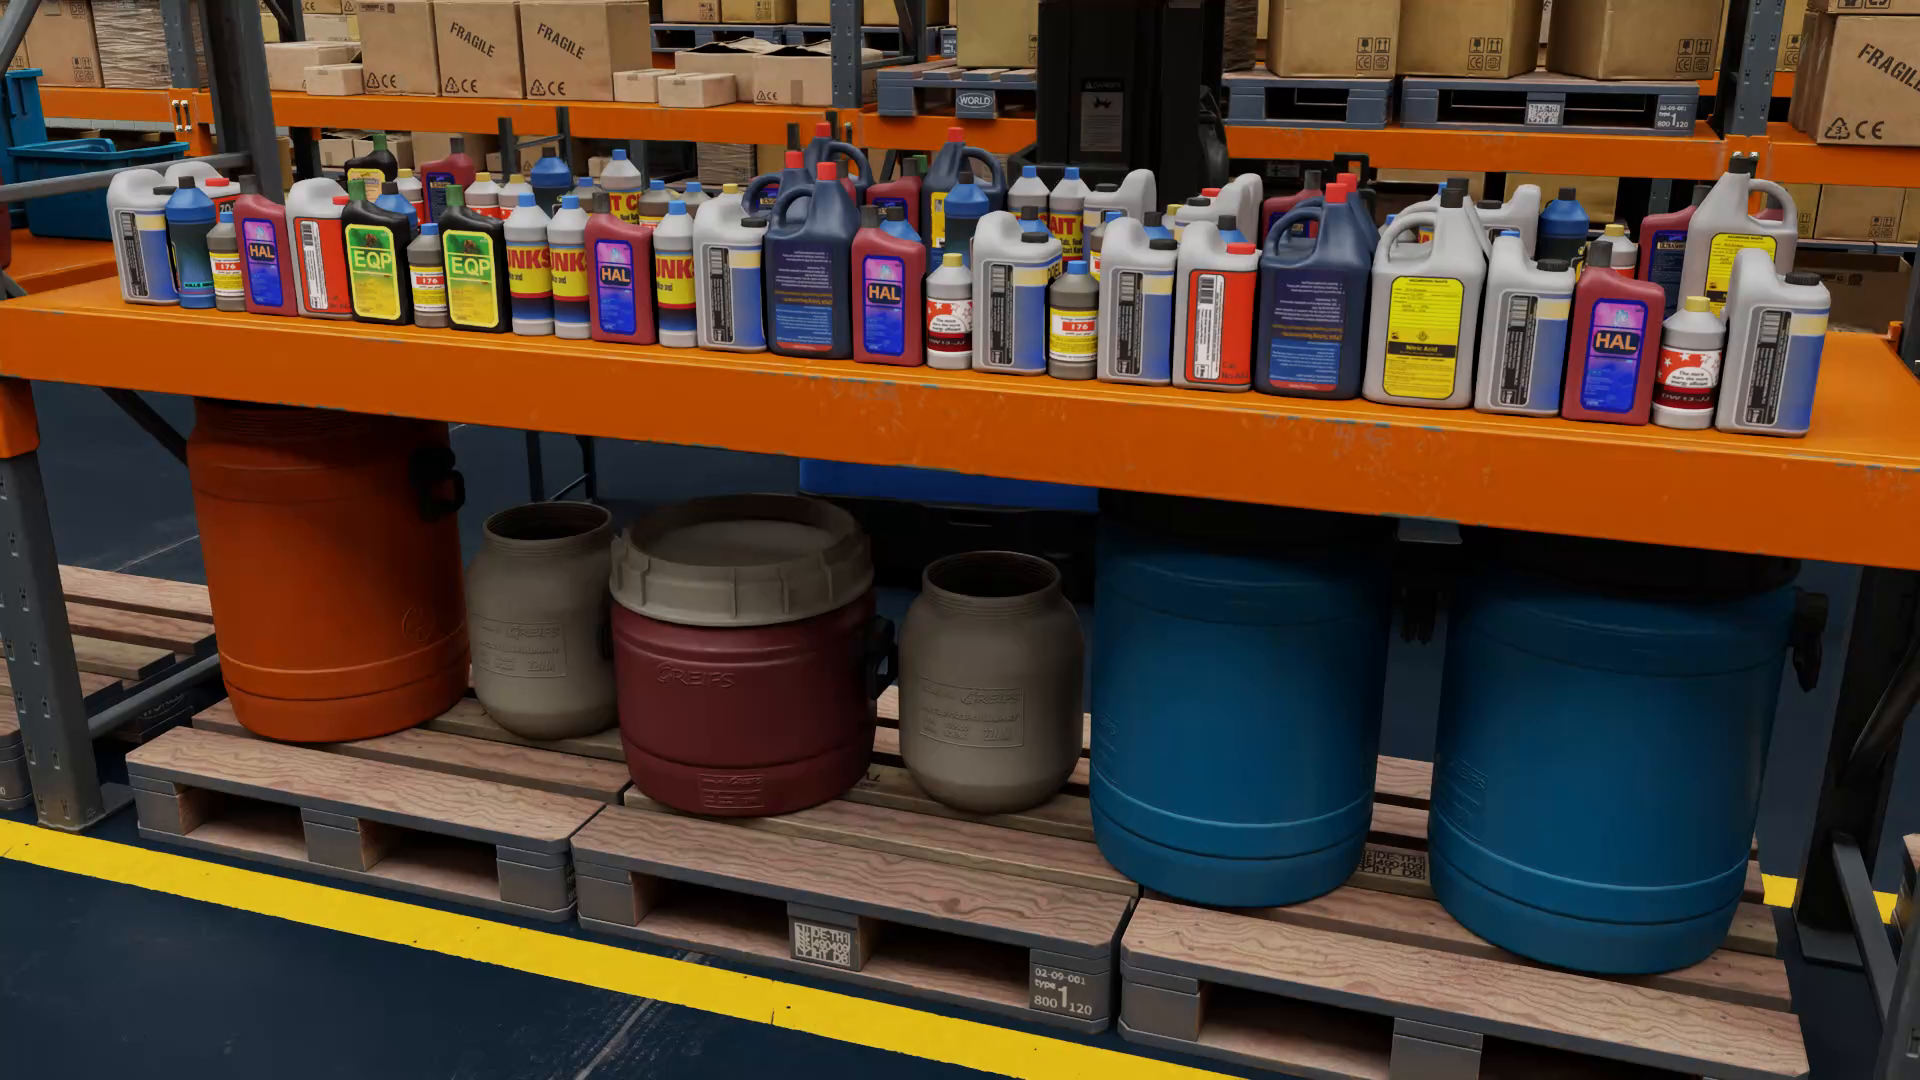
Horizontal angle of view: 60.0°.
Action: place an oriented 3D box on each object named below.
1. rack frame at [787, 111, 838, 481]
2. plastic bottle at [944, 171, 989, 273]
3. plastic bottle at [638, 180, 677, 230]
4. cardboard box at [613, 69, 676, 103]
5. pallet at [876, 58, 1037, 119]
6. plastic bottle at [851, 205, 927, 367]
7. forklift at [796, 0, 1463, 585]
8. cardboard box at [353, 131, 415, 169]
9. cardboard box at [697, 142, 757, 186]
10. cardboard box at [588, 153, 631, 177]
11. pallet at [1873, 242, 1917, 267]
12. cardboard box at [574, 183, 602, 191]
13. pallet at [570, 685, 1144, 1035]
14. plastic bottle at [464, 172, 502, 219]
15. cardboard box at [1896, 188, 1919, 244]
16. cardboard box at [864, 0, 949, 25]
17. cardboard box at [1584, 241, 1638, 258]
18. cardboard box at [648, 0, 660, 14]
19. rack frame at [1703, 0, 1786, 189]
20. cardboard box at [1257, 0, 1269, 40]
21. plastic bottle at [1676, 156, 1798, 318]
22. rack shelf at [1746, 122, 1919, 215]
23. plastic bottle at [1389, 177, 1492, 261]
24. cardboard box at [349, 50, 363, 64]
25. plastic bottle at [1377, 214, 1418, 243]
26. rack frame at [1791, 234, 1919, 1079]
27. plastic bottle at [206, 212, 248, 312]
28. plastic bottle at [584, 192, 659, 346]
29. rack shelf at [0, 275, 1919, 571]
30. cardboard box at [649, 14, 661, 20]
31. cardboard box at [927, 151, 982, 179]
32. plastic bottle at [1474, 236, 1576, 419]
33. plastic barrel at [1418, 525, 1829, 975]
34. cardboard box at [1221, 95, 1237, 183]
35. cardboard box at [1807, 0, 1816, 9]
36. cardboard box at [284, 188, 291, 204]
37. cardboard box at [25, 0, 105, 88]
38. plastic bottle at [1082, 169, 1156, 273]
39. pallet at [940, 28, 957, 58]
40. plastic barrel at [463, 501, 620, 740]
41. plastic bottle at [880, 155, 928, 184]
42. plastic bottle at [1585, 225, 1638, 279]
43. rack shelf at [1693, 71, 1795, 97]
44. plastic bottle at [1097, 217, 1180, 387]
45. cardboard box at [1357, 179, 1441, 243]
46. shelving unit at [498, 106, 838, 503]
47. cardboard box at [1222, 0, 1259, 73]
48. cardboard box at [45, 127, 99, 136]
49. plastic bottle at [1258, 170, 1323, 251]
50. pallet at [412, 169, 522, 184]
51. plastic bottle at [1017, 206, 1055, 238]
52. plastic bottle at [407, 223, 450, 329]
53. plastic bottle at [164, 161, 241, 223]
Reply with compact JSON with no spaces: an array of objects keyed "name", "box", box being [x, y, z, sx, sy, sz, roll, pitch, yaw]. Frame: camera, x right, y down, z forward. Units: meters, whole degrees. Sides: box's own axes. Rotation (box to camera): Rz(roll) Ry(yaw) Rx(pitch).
[{"name":"rack frame","box":[-0.498,-0.725,5.879,0.032,1.500,0.500,4,20,11]},{"name":"plastic bottle","box":[0.014,-0.661,3.610,0.097,0.271,0.097,0,19,0]},{"name":"plastic bottle","box":[-0.724,-0.762,4.008,0.097,0.201,0.097,0,19,0]},{"name":"cardboard box","box":[-1.621,-2.404,8.797,0.250,0.149,0.380,8,21,22]},{"name":"pallet","box":[0.265,-2.260,8.295,1.003,0.211,1.213,7,20,18]},{"name":"plastic bottle","box":[-0.128,-0.462,3.022,0.133,0.283,0.061,7,20,18]},{"name":"forklift","box":[1.011,-1.314,5.393,3.031,2.935,1.130,4,20,11]},{"name":"cardboard box","box":[-5.170,-3.581,15.209,0.500,0.311,0.500,8,21,23]},{"name":"cardboard box","box":[-1.854,-3.328,14.196,0.500,0.500,0.700,7,20,20]},{"name":"cardboard box","box":[-3.070,-3.293,14.603,0.250,0.166,0.380,4,20,11]},{"name":"pallet","box":[6.851,-1.957,11.369,1.213,0.211,1.003,7,20,18]},{"name":"cardboard box","box":[-2.262,-1.880,9.601,0.500,0.311,0.500,6,20,17]},{"name":"pallet","box":[-0.120,0.659,3.866,1.213,0.211,1.003,7,20,18]},{"name":"plastic bottle","box":[-1.184,-0.815,4.158,0.097,0.201,0.097,0,19,0]},{"name":"cardboard box","box":[6.633,-2.305,11.291,0.500,0.500,0.700,7,20,19]},{"name":"cardboard box","box":[-0.408,-4.373,13.245,0.500,0.500,0.700,7,20,18]},{"name":"cardboard box","box":[3.003,-1.126,7.878,0.500,0.500,0.500,6,20,16]},{"name":"cardboard box","box":[-2.930,-4.784,14.300,0.500,0.500,0.500,6,20,17]},{"name":"rack frame","box":[3.380,-1.970,7.172,0.127,3.000,1.000,7,20,18]},{"name":"cardboard box","box":[2.090,-3.949,12.213,0.500,0.500,0.500,7,20,20]},{"name":"plastic bottle","box":[1.487,-0.551,3.173,0.185,0.351,0.144,7,20,18]},{"name":"rack shelf","box":[5.270,-1.415,6.670,4.000,0.370,1.077,7,20,18]},{"name":"plastic bottle","box":[0.823,-0.450,2.884,0.185,0.351,0.144,7,20,18]},{"name":"cardboard box","box":[-3.286,-2.733,9.564,0.258,0.266,0.396,6,20,17]},{"name":"plastic bottle","box":[0.901,-0.576,3.474,0.097,0.201,0.097,0,19,0]},{"name":"rack frame","box":[1.751,-0.431,2.755,0.127,3.000,1.000,7,20,18]},{"name":"plastic bottle","box":[-1.532,-0.590,3.514,0.097,0.201,0.097,0,19,0]},{"name":"plastic bottle","box":[-0.648,-0.521,3.192,0.133,0.283,0.061,7,20,18]},{"name":"rack shelf","box":[-0.138,-0.307,3.493,4.000,0.370,1.077,7,20,18]},{"name":"cardboard box","box":[-2.928,-4.431,14.429,0.500,0.250,0.500,7,20,19]},{"name":"cardboard box","box":[0.078,-3.124,13.610,0.500,0.500,0.700,6,20,18]},{"name":"plastic bottle","box":[0.928,-0.354,2.722,0.135,0.276,0.152,7,20,18]},{"name":"plastic barrel","box":[1.243,0.298,3.215,0.708,0.901,0.600,7,20,18]},{"name":"cardboard box","box":[1.876,-3.006,12.771,0.750,0.750,0.750,6,20,17]},{"name":"cardboard box","box":[3.943,-2.516,7.065,0.500,0.500,0.500,7,20,18]},{"name":"cardboard box","box":[-3.868,-1.877,9.592,0.500,0.311,0.500,7,20,18]},{"name":"cardboard box","box":[-5.098,-2.983,9.924,0.500,0.500,0.700,6,20,17]},{"name":"plastic bottle","box":[0.345,-0.666,3.617,0.135,0.276,0.152,7,20,18]},{"name":"pallet","box":[0.516,-3.896,12.988,1.003,0.211,1.213,7,20,18]},{"name":"plastic barrel","box":[-0.997,0.194,4.103,0.421,0.512,0.421,0,19,0]},{"name":"plastic bottle","box":[-0.125,-0.739,3.816,0.133,0.283,0.061,7,20,18]},{"name":"plastic bottle","box":[1.304,-0.530,3.342,0.097,0.201,0.097,0,19,0]},{"name":"rack shelf","box":[6.892,-2.955,11.090,4.000,0.370,1.077,7,20,18]},{"name":"plastic bottle","box":[0.324,-0.423,2.920,0.135,0.276,0.152,7,20,18]},{"name":"cardboard box","box":[2.059,-1.588,8.064,0.500,0.250,0.500,7,20,18]},{"name":"shelving unit","box":[-0.995,-0.760,5.977,1.048,1.500,0.538,4,20,11]},{"name":"cardboard box","box":[1.035,-2.457,7.777,0.500,0.500,0.700,11,22,28]},{"name":"cardboard box","box":[-5.930,-2.397,10.797,0.500,0.500,0.500,7,20,18]},{"name":"plastic bottle","box":[0.706,-0.644,3.543,0.133,0.283,0.061,7,20,18]},{"name":"pallet","box":[-4.357,-3.251,15.082,1.213,0.211,1.003,7,20,18]},{"name":"plastic bottle","box":[0.129,-0.486,3.110,0.097,0.271,0.097,0,19,0]},{"name":"plastic bottle","box":[-1.061,-0.536,3.359,0.097,0.201,0.097,0,19,0]},{"name":"plastic bottle","box":[-1.675,-0.704,3.728,0.135,0.276,0.152,7,20,18]}]
